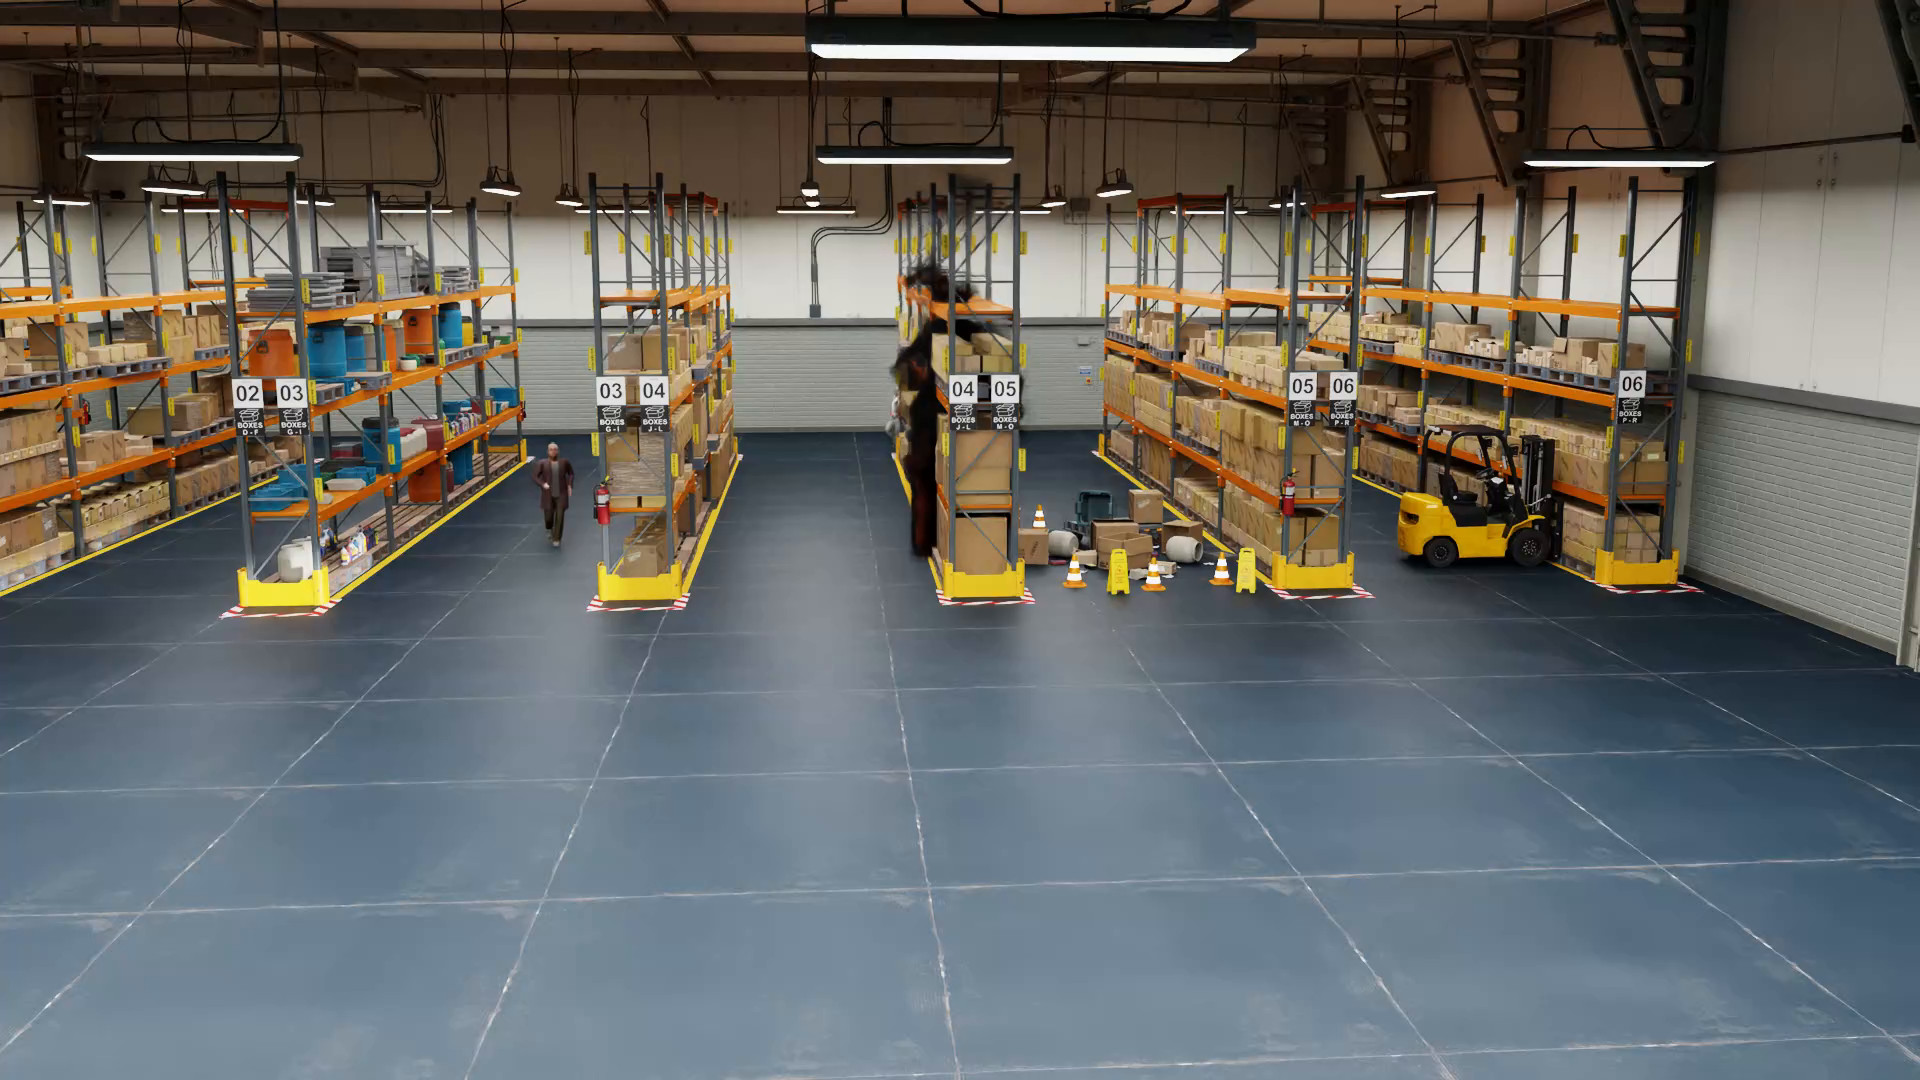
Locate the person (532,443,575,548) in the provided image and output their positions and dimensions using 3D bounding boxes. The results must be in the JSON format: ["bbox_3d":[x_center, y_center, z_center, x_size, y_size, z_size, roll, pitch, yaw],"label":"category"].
[{"bbox_3d":[-6.833,-0.767,28.022,0.709,1.737,0.757,-3,11,-18],"label":"person"}]

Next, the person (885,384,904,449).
[{"bbox_3d":[-1.521,-3.025,41.006,0.611,1.662,0.860,-3,10,-17],"label":"person"}]
